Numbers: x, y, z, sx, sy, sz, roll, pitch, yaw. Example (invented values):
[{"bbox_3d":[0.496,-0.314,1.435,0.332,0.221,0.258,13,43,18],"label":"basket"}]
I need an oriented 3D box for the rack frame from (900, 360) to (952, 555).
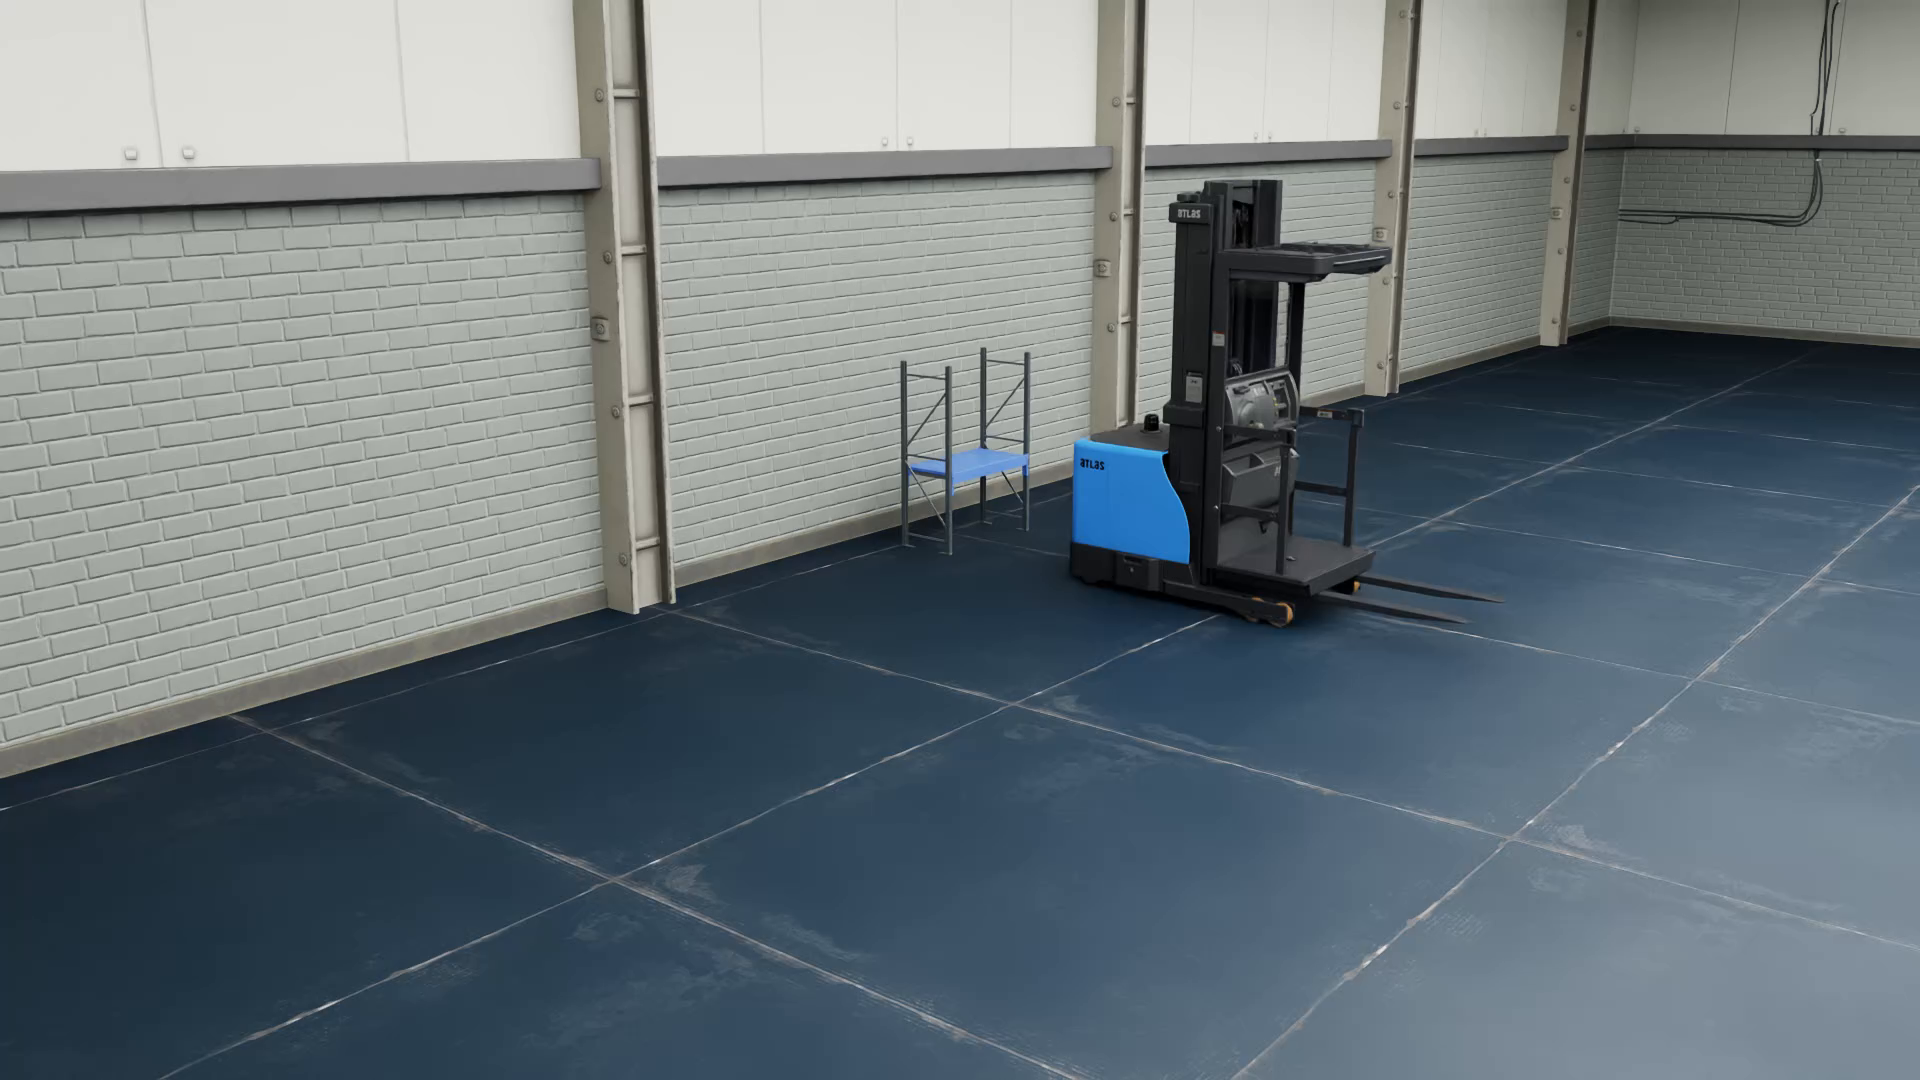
[{"bbox_3d":[-0.266,-0.646,13.119,0.500,1.500,0.032,11,18,38],"label":"rack frame"}]

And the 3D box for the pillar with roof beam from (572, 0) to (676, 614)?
[{"bbox_3d":[1.080,-3.238,8.093,9.100,9.000,0.400,11,18,38],"label":"pillar with roof beam"}]

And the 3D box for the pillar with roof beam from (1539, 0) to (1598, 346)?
[{"bbox_3d":[12.393,-6.685,21.662,9.100,9.000,0.400,11,18,38],"label":"pillar with roof beam"}]

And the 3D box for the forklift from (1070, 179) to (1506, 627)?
[{"bbox_3d":[2.277,-0.976,11.513,3.031,2.935,1.130,11,18,38],"label":"forklift"}]

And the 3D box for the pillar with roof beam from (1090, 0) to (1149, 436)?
[{"bbox_3d":[4.851,-4.387,12.616,9.100,9.000,0.400,11,18,38],"label":"pillar with roof beam"}]

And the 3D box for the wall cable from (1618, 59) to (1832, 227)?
[{"bbox_3d":[11.924,-6.206,26.083,3.097,2.526,0.112,11,18,38],"label":"wall cable"}]

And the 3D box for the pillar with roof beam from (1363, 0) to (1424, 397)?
[{"bbox_3d":[8.622,-5.536,17.139,9.100,9.000,0.400,11,18,38],"label":"pillar with roof beam"}]

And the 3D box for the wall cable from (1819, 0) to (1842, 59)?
[{"bbox_3d":[14.029,-8.235,23.813,3.097,2.526,0.112,11,18,38],"label":"wall cable"}]

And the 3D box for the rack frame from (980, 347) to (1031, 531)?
[{"bbox_3d":[0.373,-0.841,13.886,0.500,1.500,0.032,11,18,38],"label":"rack frame"}]

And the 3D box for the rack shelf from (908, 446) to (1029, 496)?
[{"bbox_3d":[0.054,-0.569,13.547,0.538,0.185,1.000,11,18,38],"label":"rack shelf"}]

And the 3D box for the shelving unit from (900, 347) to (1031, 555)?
[{"bbox_3d":[0.054,-0.743,13.503,0.538,1.500,1.048,11,18,38],"label":"shelving unit"}]
